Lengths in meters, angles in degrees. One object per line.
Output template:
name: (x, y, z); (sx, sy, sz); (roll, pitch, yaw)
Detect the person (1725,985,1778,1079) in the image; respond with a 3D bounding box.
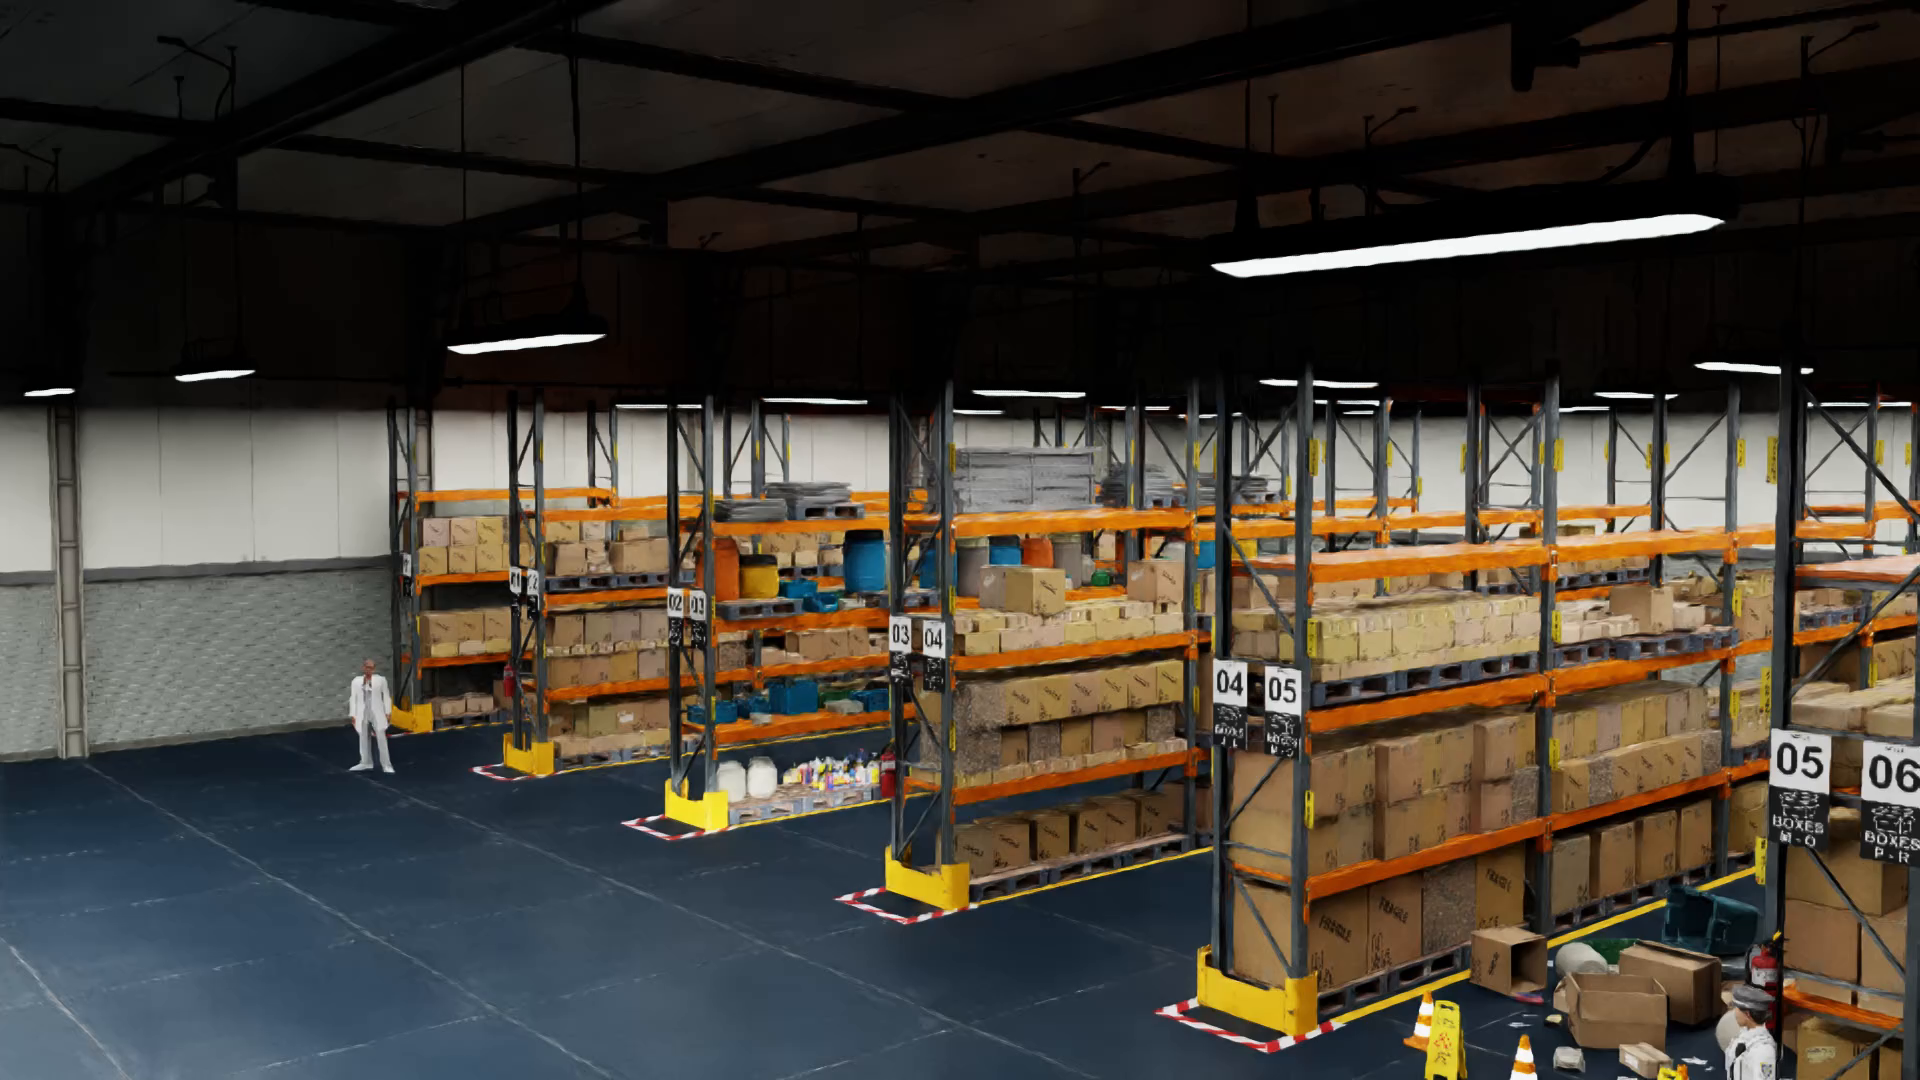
person: (5.109, 3.704, 10.603); (0.428, 1.659, 0.622); (1, 3, 14)

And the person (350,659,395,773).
person: (-9.180, 2.743, 25.975); (0.749, 1.769, 0.580); (0, 3, -7)
